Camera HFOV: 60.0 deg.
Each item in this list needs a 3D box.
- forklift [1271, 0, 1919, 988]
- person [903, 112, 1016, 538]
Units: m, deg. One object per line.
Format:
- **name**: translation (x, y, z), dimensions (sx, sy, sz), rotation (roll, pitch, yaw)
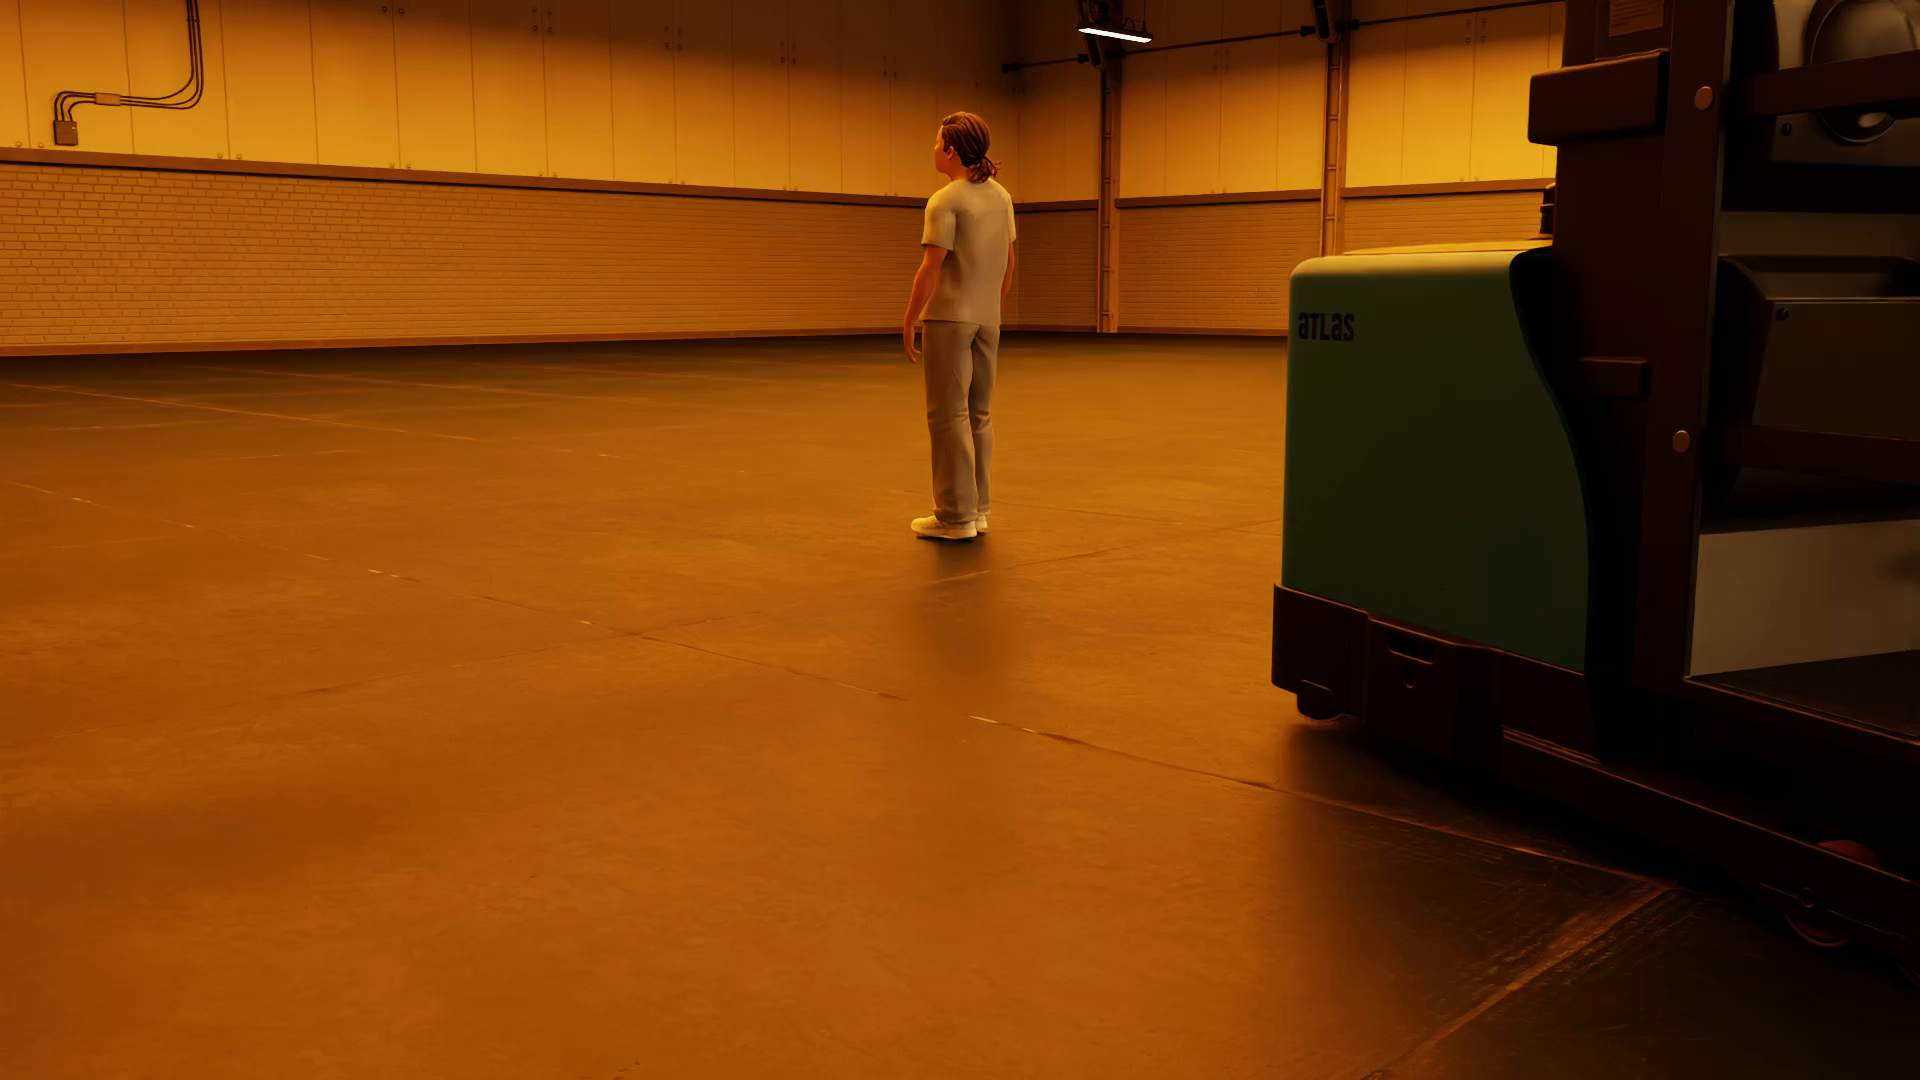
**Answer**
- **forklift**: translation (1.780, -0.867, 2.631), dimensions (1.130, 2.935, 3.031), rotation (-4, 9, -22)
- **person**: translation (-0.044, -0.845, 6.652), dimensions (0.548, 1.673, 0.549), rotation (8, 12, 43)
